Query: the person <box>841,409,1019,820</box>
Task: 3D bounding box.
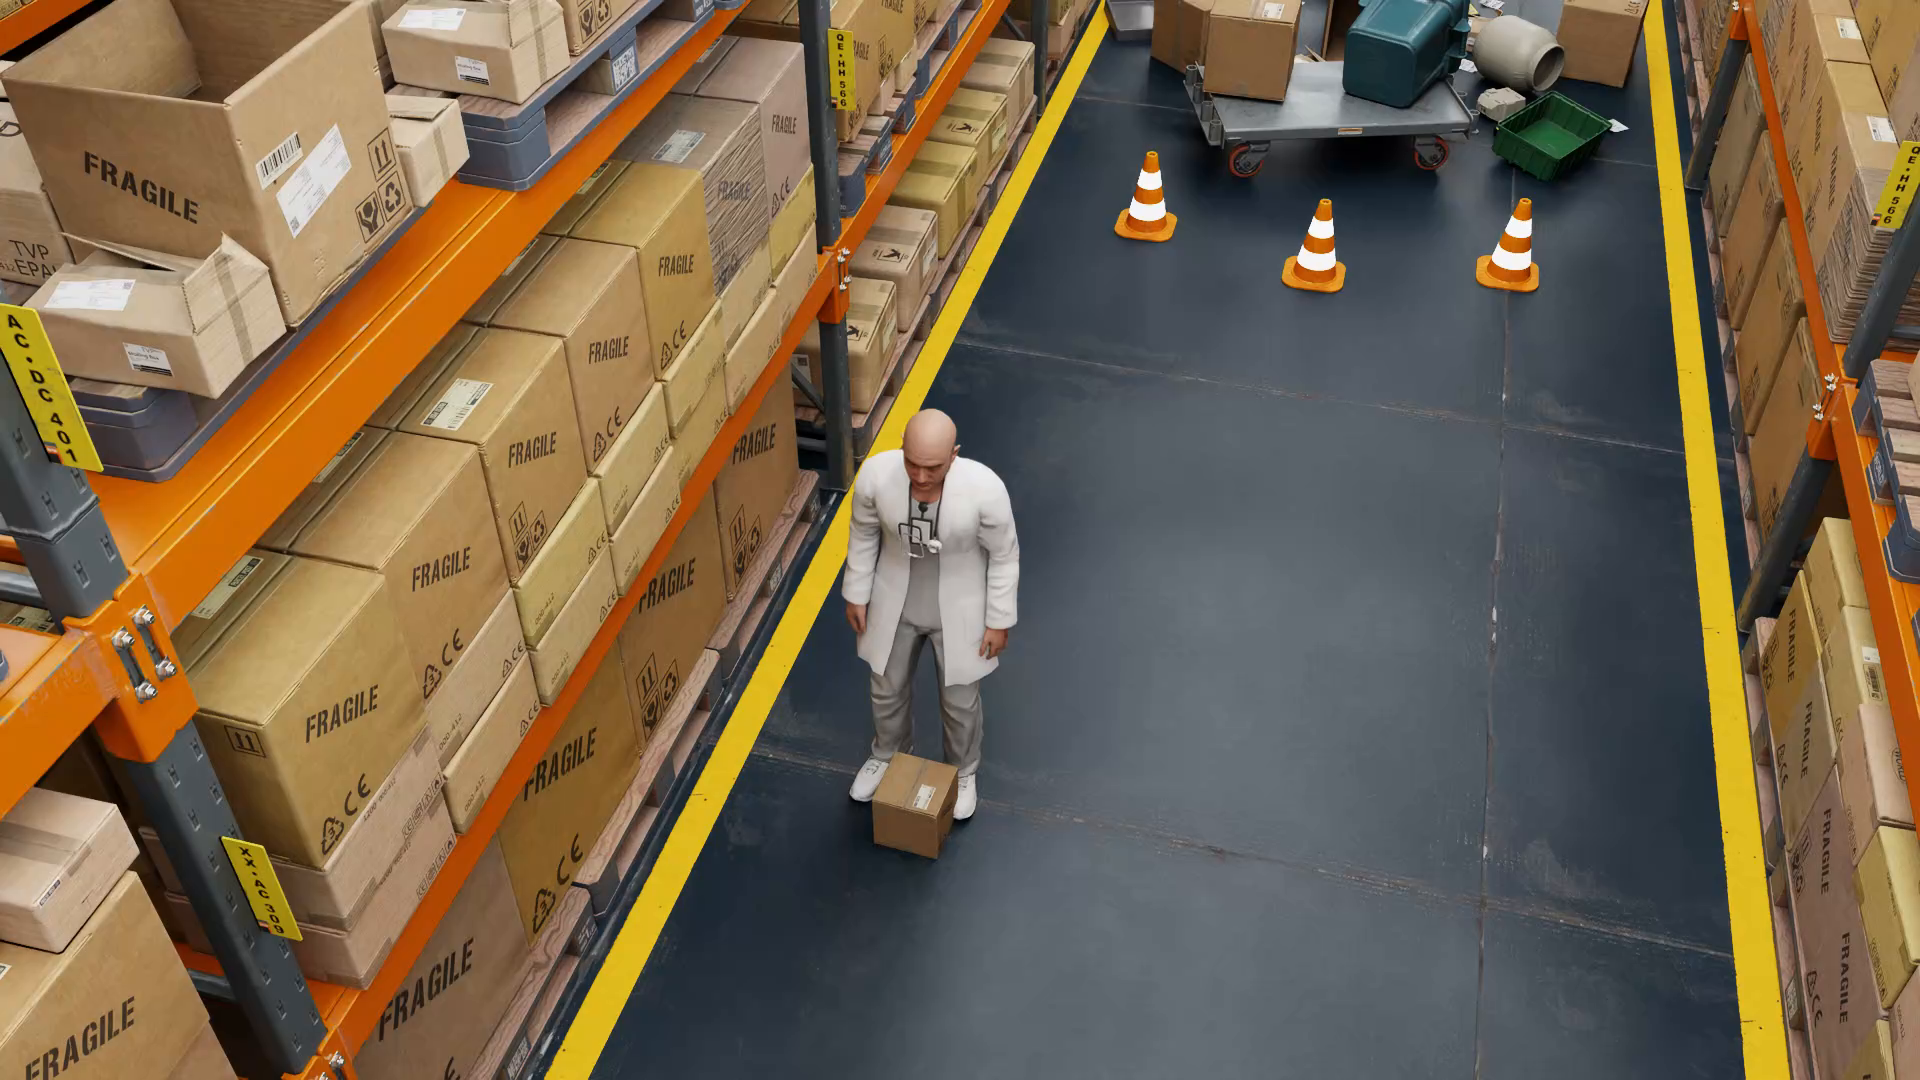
[{"bbox_3d":[-0.110,0.246,5.882,0.640,1.773,0.424,9,41,11],"label":"person"}]
